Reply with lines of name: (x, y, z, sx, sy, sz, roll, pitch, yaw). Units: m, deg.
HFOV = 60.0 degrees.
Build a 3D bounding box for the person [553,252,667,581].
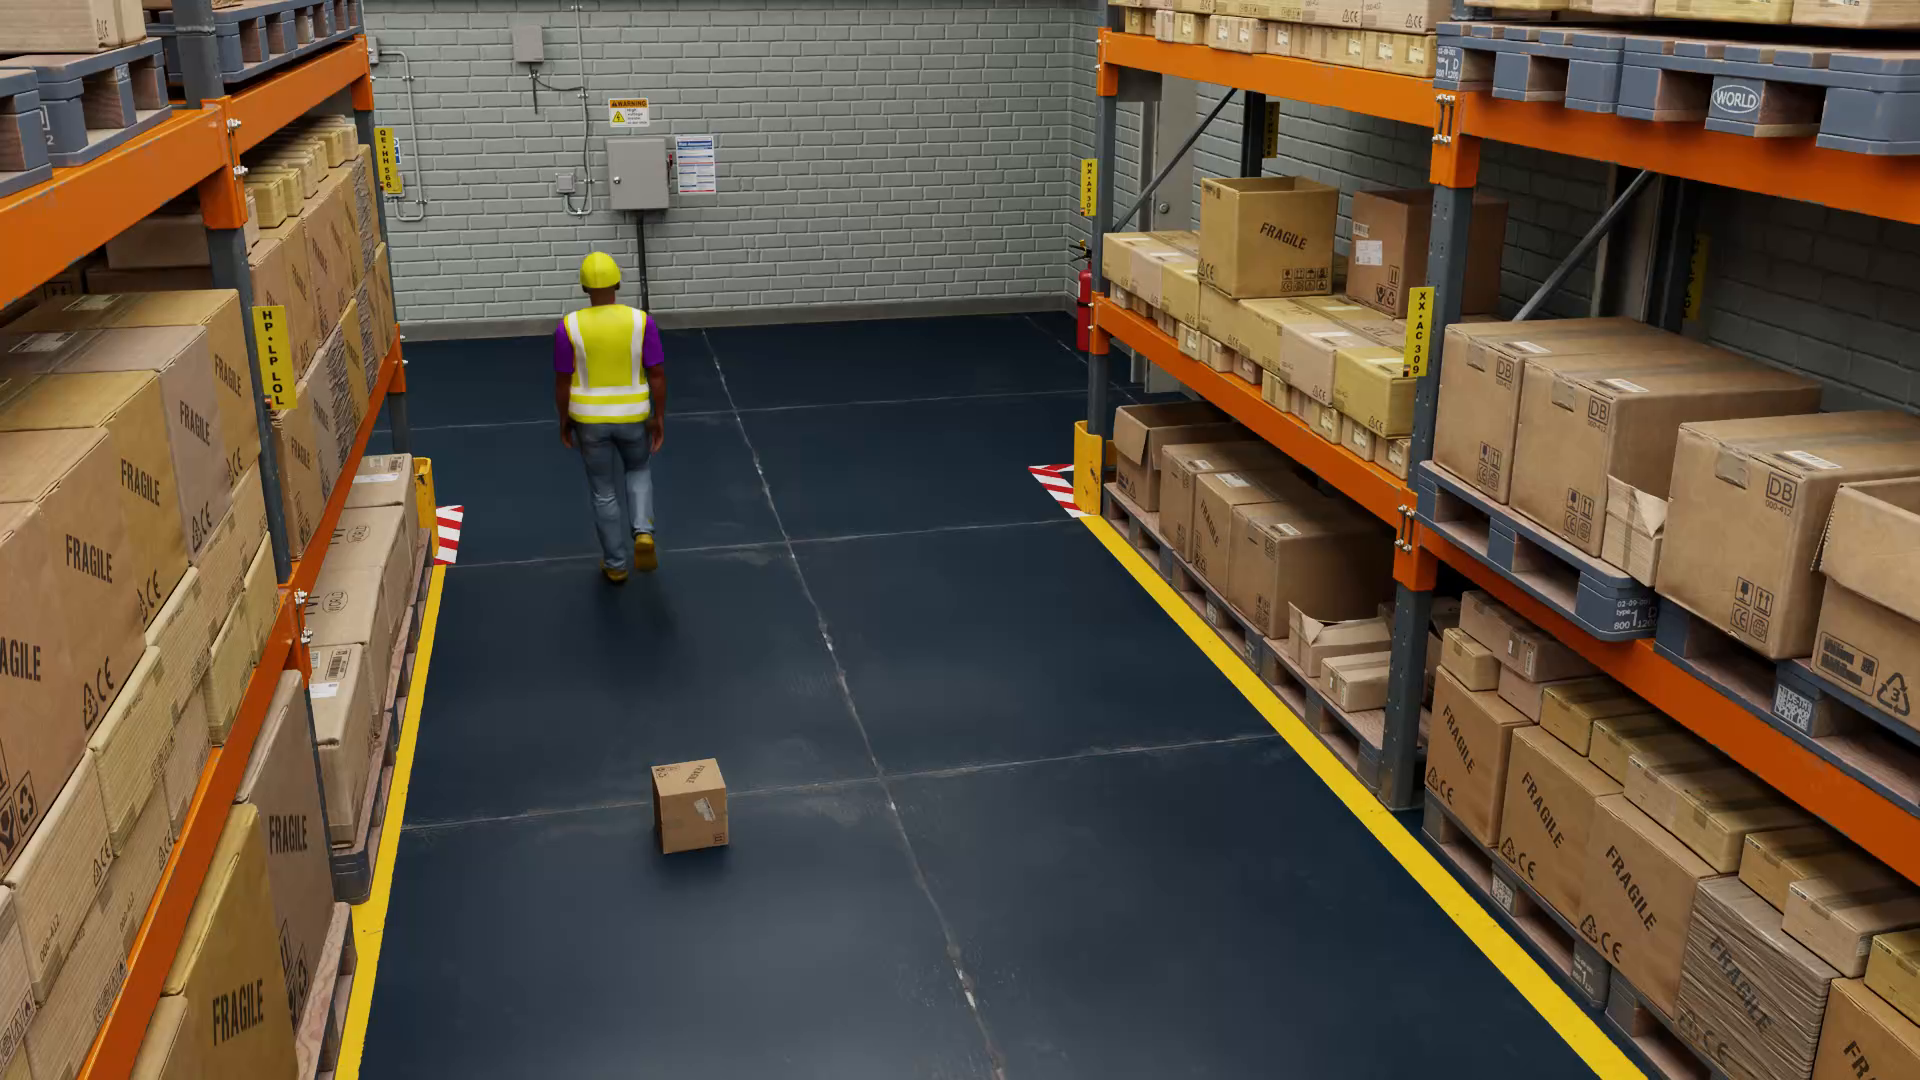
person: (-1.855, -0.656, 8.830, 0.564, 1.766, 0.472, -7, 21, -19)
